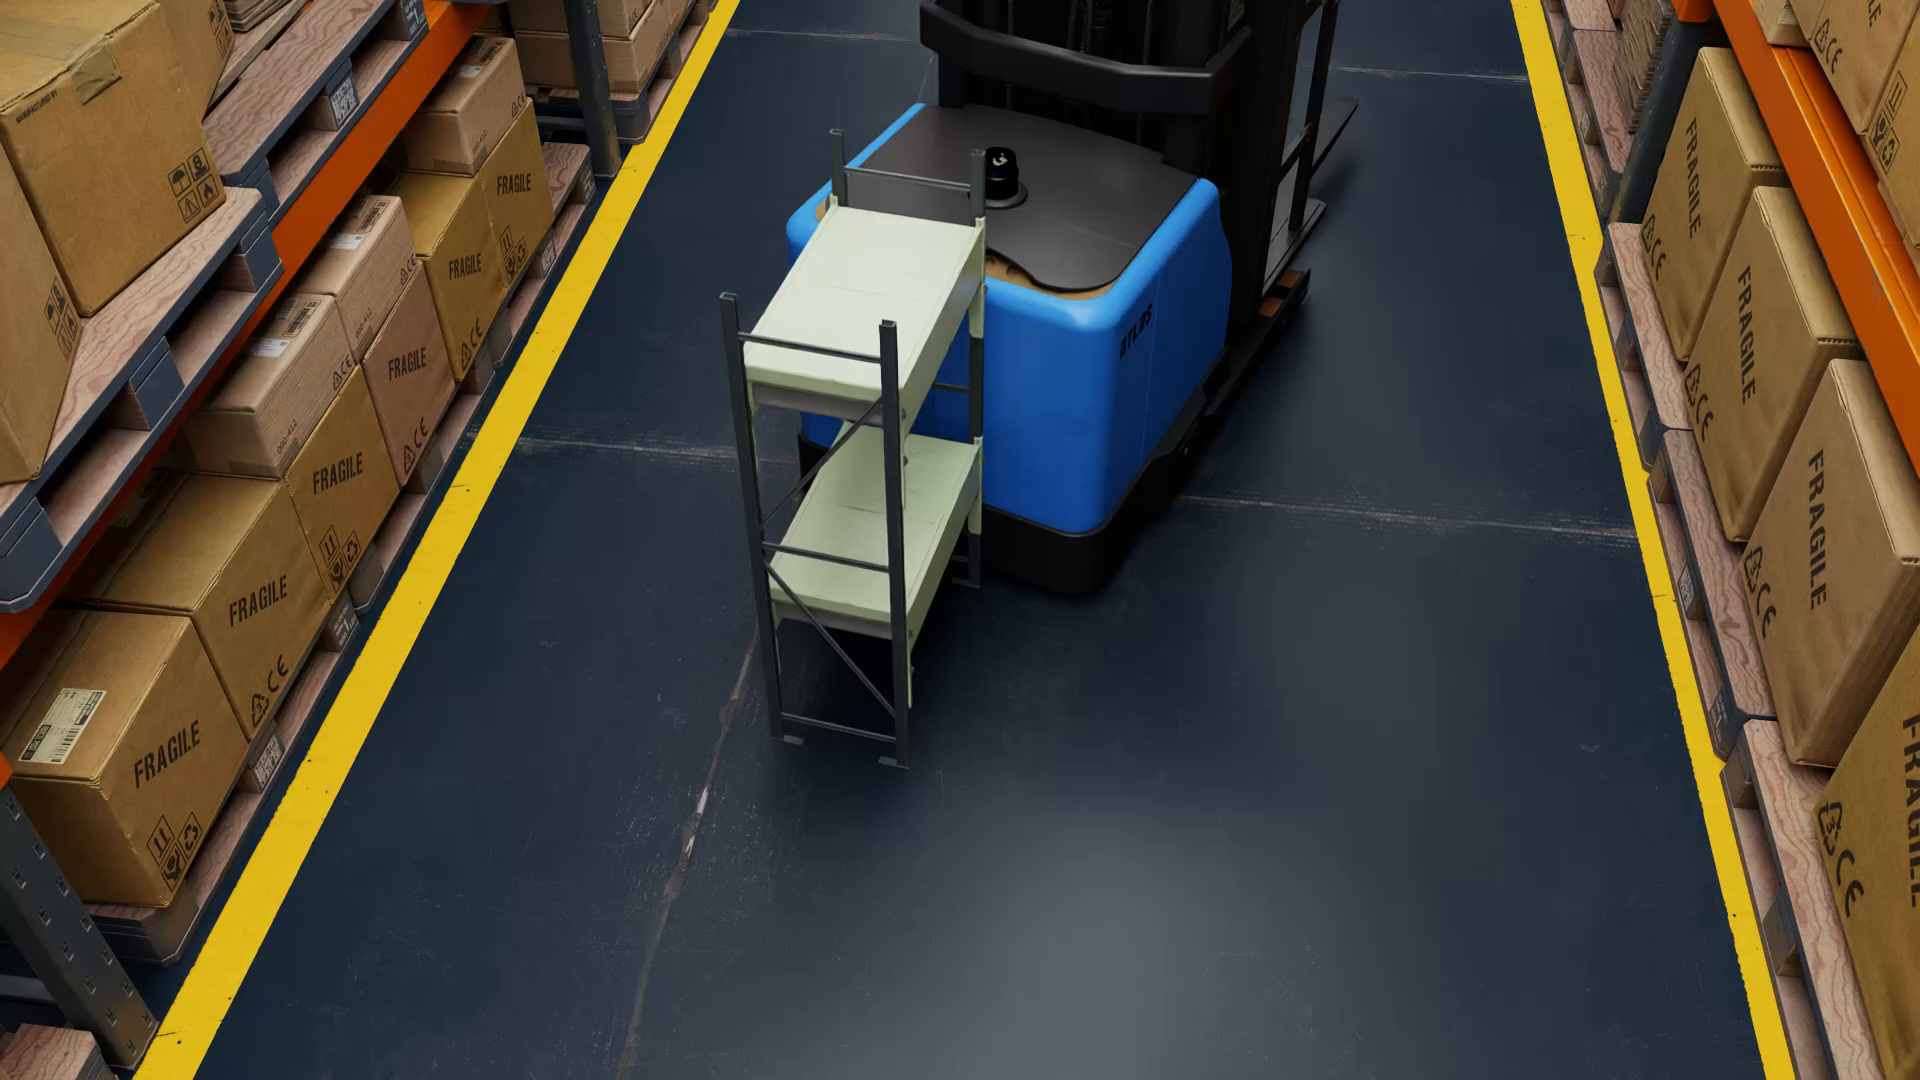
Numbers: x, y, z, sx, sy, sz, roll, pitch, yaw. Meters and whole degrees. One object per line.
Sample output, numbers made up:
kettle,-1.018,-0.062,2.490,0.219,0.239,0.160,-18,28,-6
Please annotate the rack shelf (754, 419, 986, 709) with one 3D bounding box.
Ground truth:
rack shelf,-0.231,0.040,4.591,0.431,0.370,0.720,11,45,11

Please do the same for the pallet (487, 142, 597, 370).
pallet,-2.039,-1.129,6.289,1.003,0.211,1.213,5,44,6

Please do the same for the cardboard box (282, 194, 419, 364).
cardboard box,-1.928,-0.776,4.841,0.500,0.250,0.500,4,44,5

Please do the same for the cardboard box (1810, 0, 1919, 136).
cardboard box,2.545,-1.349,4.189,0.500,0.500,0.500,5,44,5

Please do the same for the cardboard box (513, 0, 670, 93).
cardboard box,-1.542,-2.131,7.014,0.500,0.250,0.500,5,44,5

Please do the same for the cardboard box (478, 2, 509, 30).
cardboard box,-2.078,-2.384,6.873,0.500,0.311,0.500,6,44,7

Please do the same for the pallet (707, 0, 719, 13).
pallet,-1.592,-3.021,8.287,1.003,0.211,1.213,5,44,6

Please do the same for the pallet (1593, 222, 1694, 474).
pallet,2.829,-0.656,5.790,1.003,0.211,1.213,5,44,6

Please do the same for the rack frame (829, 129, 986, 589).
rack frame,-0.131,-0.439,4.622,0.400,1.500,0.023,11,45,11

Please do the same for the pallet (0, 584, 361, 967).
pallet,-2.362,0.534,4.533,1.003,0.211,1.213,5,44,6

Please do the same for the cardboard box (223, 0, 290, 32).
cardboard box,-2.185,-1.790,4.581,0.700,0.500,0.500,13,45,13

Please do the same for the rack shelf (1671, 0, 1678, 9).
rack shelf,3.272,-3.301,7.078,1.077,0.370,4.000,5,44,6

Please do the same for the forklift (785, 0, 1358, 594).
forklift,0.630,-1.911,5.136,1.130,2.935,3.031,20,47,20

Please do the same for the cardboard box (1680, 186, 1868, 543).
cardboard box,2.658,-0.486,4.839,0.750,0.750,0.750,5,44,5

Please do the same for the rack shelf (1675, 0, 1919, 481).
rack shelf,2.743,-0.575,4.199,1.077,0.370,4.000,5,44,6

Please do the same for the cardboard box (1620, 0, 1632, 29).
cardboard box,3.235,-2.287,6.982,0.700,0.500,0.500,5,44,5

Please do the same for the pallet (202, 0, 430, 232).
pallet,-2.155,-1.252,4.530,1.003,0.211,1.213,5,44,6

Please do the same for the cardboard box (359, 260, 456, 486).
cardboard box,-1.926,-0.529,5.126,0.500,0.500,0.500,4,44,4

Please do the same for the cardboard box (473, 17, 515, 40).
cardboard box,-2.075,-2.182,7.067,0.500,0.250,0.500,6,44,7

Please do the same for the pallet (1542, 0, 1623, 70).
pallet,3.276,-2.548,7.788,1.003,0.211,1.213,5,44,6

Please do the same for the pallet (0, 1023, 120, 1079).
pallet,-2.523,1.560,3.449,1.003,0.211,1.213,5,44,6

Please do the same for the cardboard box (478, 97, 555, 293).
cardboard box,-1.794,-1.240,5.876,0.500,0.500,0.500,7,44,7

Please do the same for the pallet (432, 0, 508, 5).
pallet,-1.923,-2.109,5.435,1.213,0.211,1.003,5,44,6

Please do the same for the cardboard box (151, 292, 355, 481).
cardboard box,-1.994,-0.434,4.480,0.500,0.250,0.500,5,44,6

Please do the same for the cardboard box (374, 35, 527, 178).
cardboard box,-1.797,-1.474,5.578,0.500,0.250,0.500,7,44,7

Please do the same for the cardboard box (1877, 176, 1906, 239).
cardboard box,2.543,-0.866,4.151,0.380,0.149,0.250,5,44,6

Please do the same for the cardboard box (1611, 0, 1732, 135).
cardboard box,3.051,-1.947,6.622,0.700,0.500,0.500,6,44,6

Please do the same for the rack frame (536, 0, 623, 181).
rack frame,-1.903,-2.647,5.864,1.000,3.000,0.127,5,44,6

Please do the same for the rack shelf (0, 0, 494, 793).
rack shelf,-2.167,-1.023,4.672,1.077,0.370,4.000,5,44,6

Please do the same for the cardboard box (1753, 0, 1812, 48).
cardboard box,2.574,-1.568,4.892,0.380,0.149,0.250,6,44,7

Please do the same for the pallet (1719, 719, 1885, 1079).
pallet,2.506,1.007,4.033,1.003,0.211,1.213,5,44,6

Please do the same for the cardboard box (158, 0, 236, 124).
cardboard box,-2.259,-1.319,4.084,0.700,0.500,0.500,-5,44,-5

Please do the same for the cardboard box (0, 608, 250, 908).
cardboard box,-2.126,0.519,4.018,0.500,0.500,0.500,3,44,4

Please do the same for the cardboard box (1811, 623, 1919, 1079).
cardboard box,2.436,0.700,3.587,0.750,0.750,0.750,6,44,6

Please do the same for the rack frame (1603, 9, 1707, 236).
rack frame,3.008,-2.199,5.391,1.000,3.000,0.127,5,44,6

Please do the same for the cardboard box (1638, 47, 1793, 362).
cardboard box,2.781,-1.082,5.469,0.750,0.750,0.750,5,44,5

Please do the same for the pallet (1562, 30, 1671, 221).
pallet,3.113,-1.719,6.912,1.003,0.211,1.213,5,44,6

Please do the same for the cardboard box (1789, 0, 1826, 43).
cardboard box,2.612,-1.687,4.546,0.500,0.500,0.500,7,44,7

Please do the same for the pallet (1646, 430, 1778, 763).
pallet,2.665,0.173,4.914,1.003,0.211,1.213,5,44,6

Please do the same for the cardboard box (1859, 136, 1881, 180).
cardboard box,2.592,-1.033,4.327,0.380,0.149,0.250,6,44,6

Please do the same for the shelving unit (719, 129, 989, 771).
shelving unit,-0.231,-0.196,4.367,0.431,1.500,0.755,11,45,11

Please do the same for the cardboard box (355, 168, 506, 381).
cardboard box,-1.863,-0.888,5.504,0.500,0.500,0.500,4,44,4

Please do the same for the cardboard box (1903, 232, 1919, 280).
cardboard box,2.501,-0.687,3.962,0.380,0.149,0.250,7,44,7

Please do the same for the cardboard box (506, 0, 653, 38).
cardboard box,-1.542,-2.335,6.821,0.500,0.311,0.500,7,44,7

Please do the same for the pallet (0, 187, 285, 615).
pallet,-2.218,-0.386,3.616,1.003,0.211,1.213,5,44,6

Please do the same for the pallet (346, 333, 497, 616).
pallet,-2.203,-0.300,5.413,1.003,0.211,1.213,5,44,6

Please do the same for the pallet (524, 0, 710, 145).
pallet,-1.755,-2.192,7.411,1.003,0.211,1.213,5,44,6

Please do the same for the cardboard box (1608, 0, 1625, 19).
cardboard box,3.272,-2.628,7.342,0.700,0.500,0.500,5,44,5

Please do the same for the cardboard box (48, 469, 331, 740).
cardboard box,-2.067,0.155,4.403,0.500,0.500,0.500,6,44,6

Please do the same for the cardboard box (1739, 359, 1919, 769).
cardboard box,2.551,0.094,4.227,0.750,0.750,0.750,6,44,7

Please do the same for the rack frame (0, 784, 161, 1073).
rack frame,-2.432,0.079,2.985,1.000,3.000,0.127,5,44,6

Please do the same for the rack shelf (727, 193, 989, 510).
rack shelf,-0.231,-0.480,4.098,0.431,0.370,0.720,11,45,11

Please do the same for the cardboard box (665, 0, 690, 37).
cardboard box,-1.477,-2.474,7.376,0.500,0.250,0.500,4,44,4

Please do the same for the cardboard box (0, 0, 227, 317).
cardboard box,-2.119,-0.887,3.627,0.700,0.500,0.500,12,45,12

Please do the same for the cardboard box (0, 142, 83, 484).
cardboard box,-2.147,-0.412,3.126,0.700,0.500,0.500,-8,44,-9

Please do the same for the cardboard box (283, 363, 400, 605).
cardboard box,-1.993,-0.185,4.762,0.500,0.500,0.500,6,44,6

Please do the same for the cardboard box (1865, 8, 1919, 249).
cardboard box,2.484,-0.993,3.814,0.500,0.500,0.500,6,44,7

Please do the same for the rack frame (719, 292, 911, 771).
rack frame,-0.330,0.046,4.111,0.400,1.500,0.023,11,45,11
